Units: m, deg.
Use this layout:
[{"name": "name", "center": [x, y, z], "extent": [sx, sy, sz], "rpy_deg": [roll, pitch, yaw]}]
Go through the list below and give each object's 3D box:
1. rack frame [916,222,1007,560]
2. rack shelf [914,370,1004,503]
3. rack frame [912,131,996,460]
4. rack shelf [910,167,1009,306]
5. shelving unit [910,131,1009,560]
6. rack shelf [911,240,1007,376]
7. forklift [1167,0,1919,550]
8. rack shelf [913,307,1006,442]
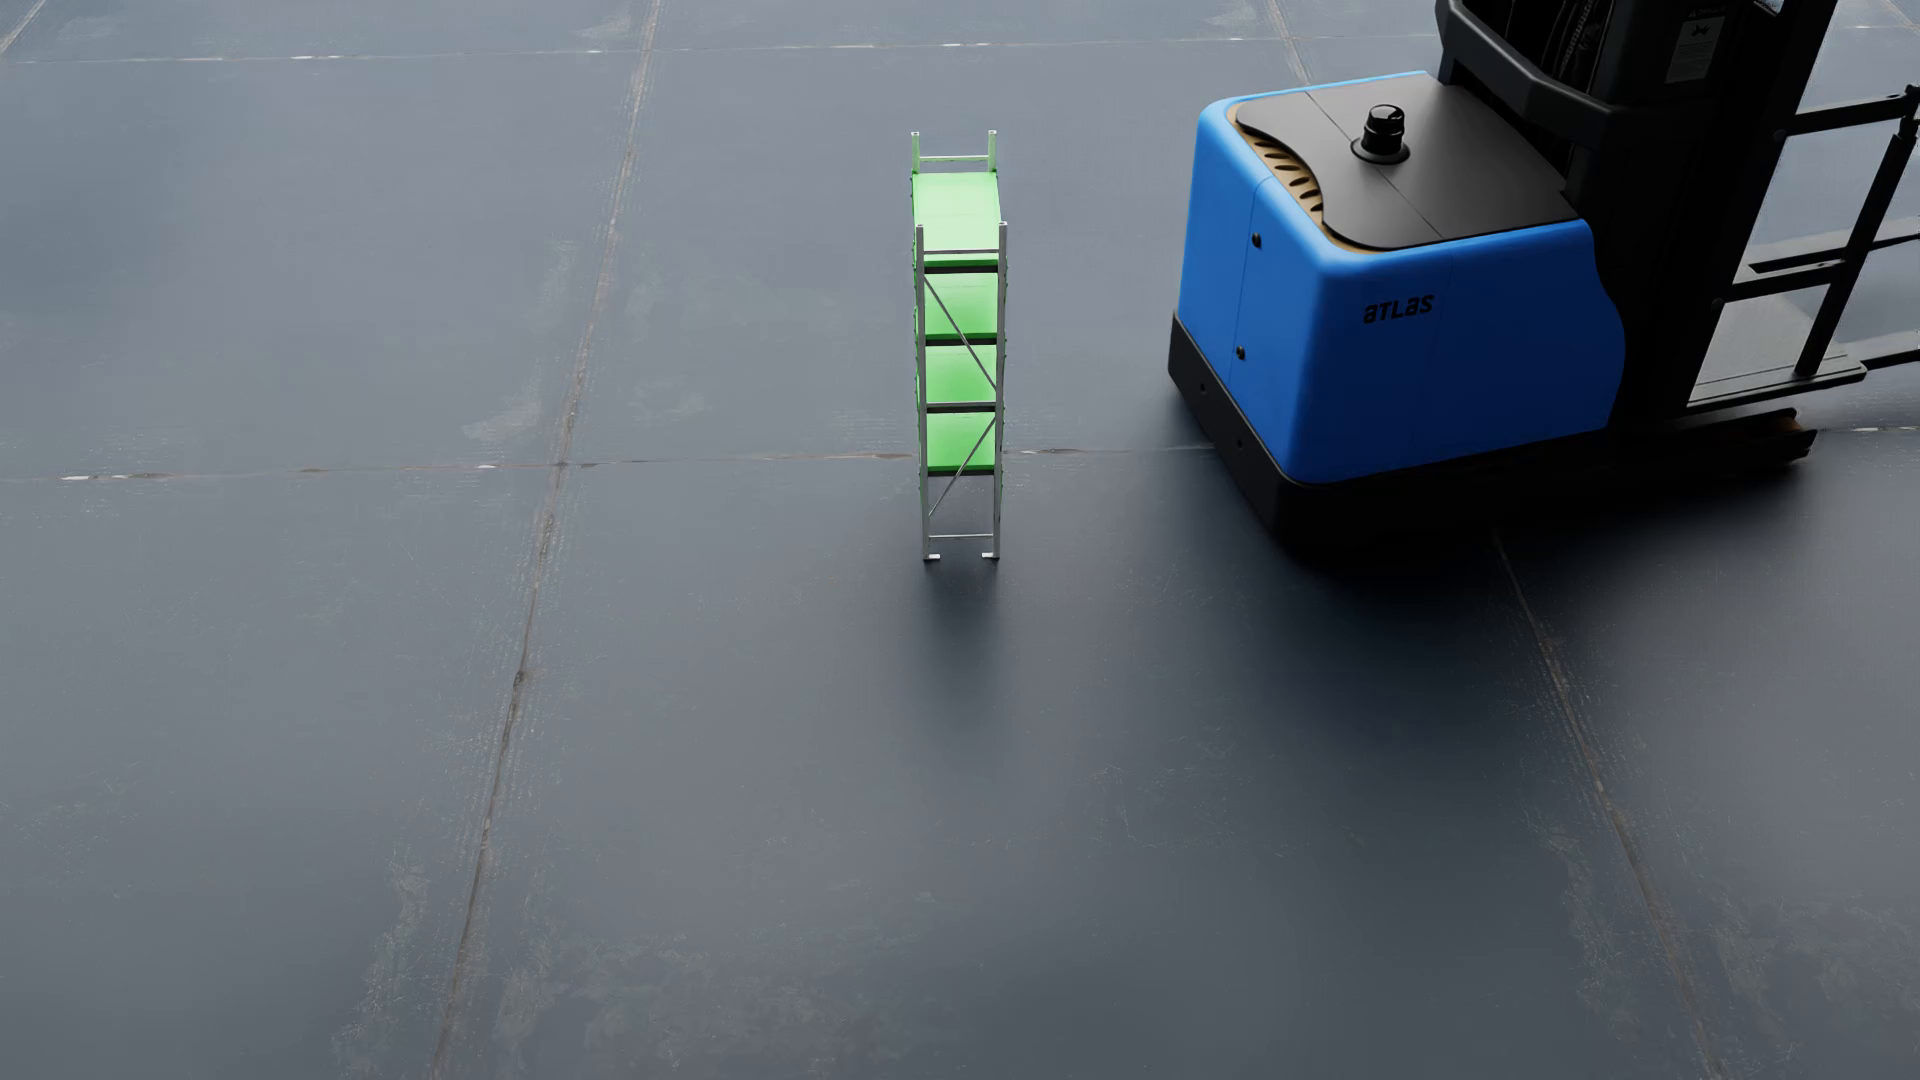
[{"name": "rack frame", "center": [0.003, -0.389, 4.787], "extent": [0.240, 1.200, 0.015], "rpy_deg": [-2, 43, -2]}, {"name": "rack shelf", "center": [-0.007, -0.330, 5.172], "extent": [0.258, 0.148, 0.480], "rpy_deg": [-2, 43, -2]}, {"name": "rack frame", "center": [-0.017, -0.719, 5.146], "extent": [0.240, 1.200, 0.015], "rpy_deg": [-2, 43, -2]}, {"name": "rack shelf", "center": [-0.007, -0.861, 4.685], "extent": [0.258, 0.148, 0.480], "rpy_deg": [-2, 43, -2]}, {"name": "shelving unit", "center": [-0.007, -0.554, 4.966], "extent": [0.258, 1.200, 0.503], "rpy_deg": [-2, 43, -2]}, {"name": "rack shelf", "center": [-0.007, -0.684, 4.848], "extent": [0.258, 0.148, 0.480], "rpy_deg": [-2, 43, -2]}, {"name": "forklift", "center": [2.298, -1.617, 4.844], "extent": [3.031, 2.935, 1.130], "rpy_deg": [-11, 44, -12]}, {"name": "rack shelf", "center": [-0.007, -0.507, 5.010], "extent": [0.258, 0.148, 0.480], "rpy_deg": [-2, 43, -2]}]
